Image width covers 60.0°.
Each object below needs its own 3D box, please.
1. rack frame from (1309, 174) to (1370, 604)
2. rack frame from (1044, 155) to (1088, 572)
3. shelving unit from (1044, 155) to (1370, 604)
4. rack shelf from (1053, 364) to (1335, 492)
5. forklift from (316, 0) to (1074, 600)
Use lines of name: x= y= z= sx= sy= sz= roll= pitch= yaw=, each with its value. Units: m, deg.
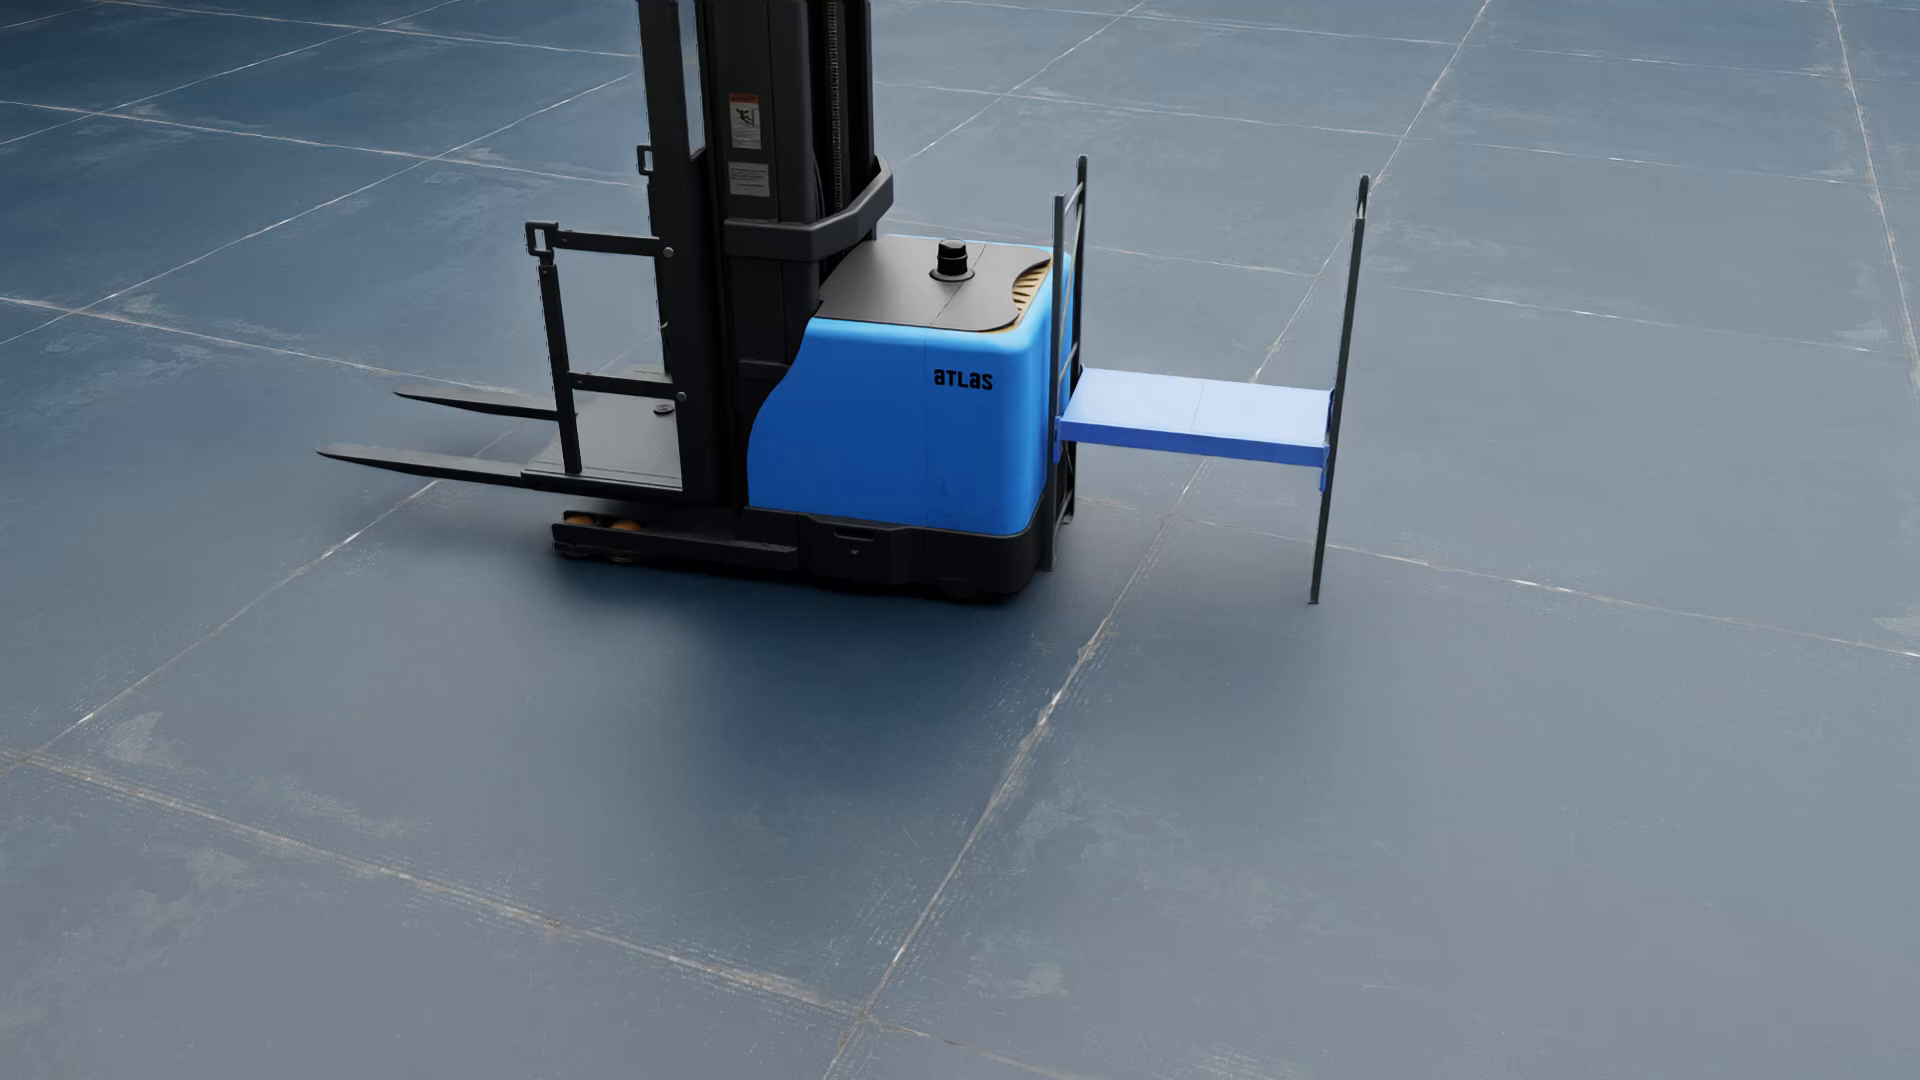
rack frame: x=1.388 y=-0.532 z=6.092 sx=0.032 sy=1.500 sz=0.500 roll=7 pitch=30 yaw=12
rack frame: x=0.400 y=-0.651 z=6.302 sx=0.032 sy=1.500 sz=0.500 roll=7 pitch=30 yaw=12
shelving unit: x=0.894 y=-0.591 z=6.197 sx=1.048 sy=1.500 sz=0.538 roll=7 pitch=30 yaw=12
rack shelf: x=0.894 y=-0.435 z=6.286 sx=1.000 sy=0.185 sz=0.538 roll=7 pitch=30 yaw=12
forklift: x=-1.113 y=-1.430 z=6.226 sx=3.031 sy=2.935 sz=1.130 roll=7 pitch=30 yaw=12
